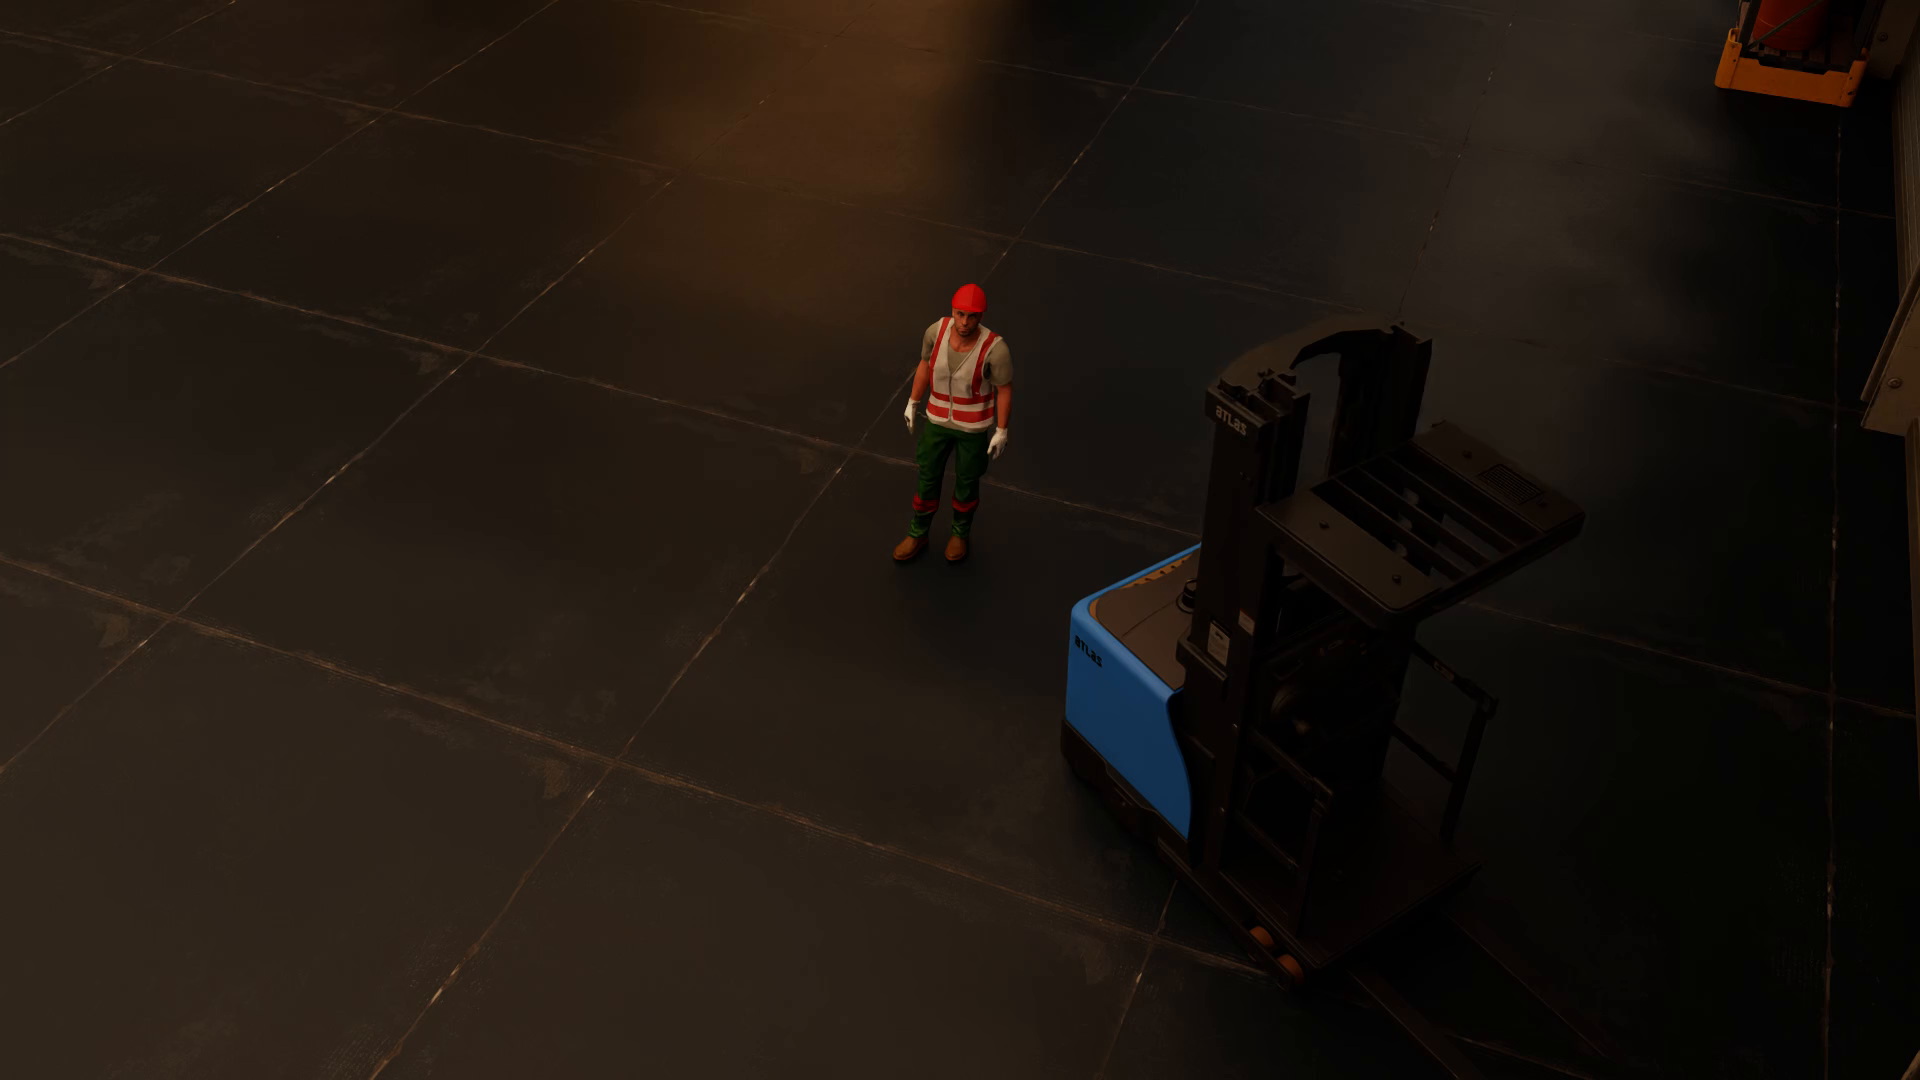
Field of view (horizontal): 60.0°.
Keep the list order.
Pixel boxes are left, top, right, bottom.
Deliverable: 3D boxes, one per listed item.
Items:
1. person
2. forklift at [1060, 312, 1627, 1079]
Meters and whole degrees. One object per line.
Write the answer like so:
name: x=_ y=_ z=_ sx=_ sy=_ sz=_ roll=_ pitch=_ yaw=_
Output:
person: x=-0.041 y=-0.646 z=9.657 sx=0.638 sy=1.789 sz=0.562 roll=15 pitch=42 yaw=17
forklift: x=1.781 y=0.625 z=7.260 sx=1.130 sy=2.935 sz=3.031 roll=-24 pitch=45 yaw=-26
